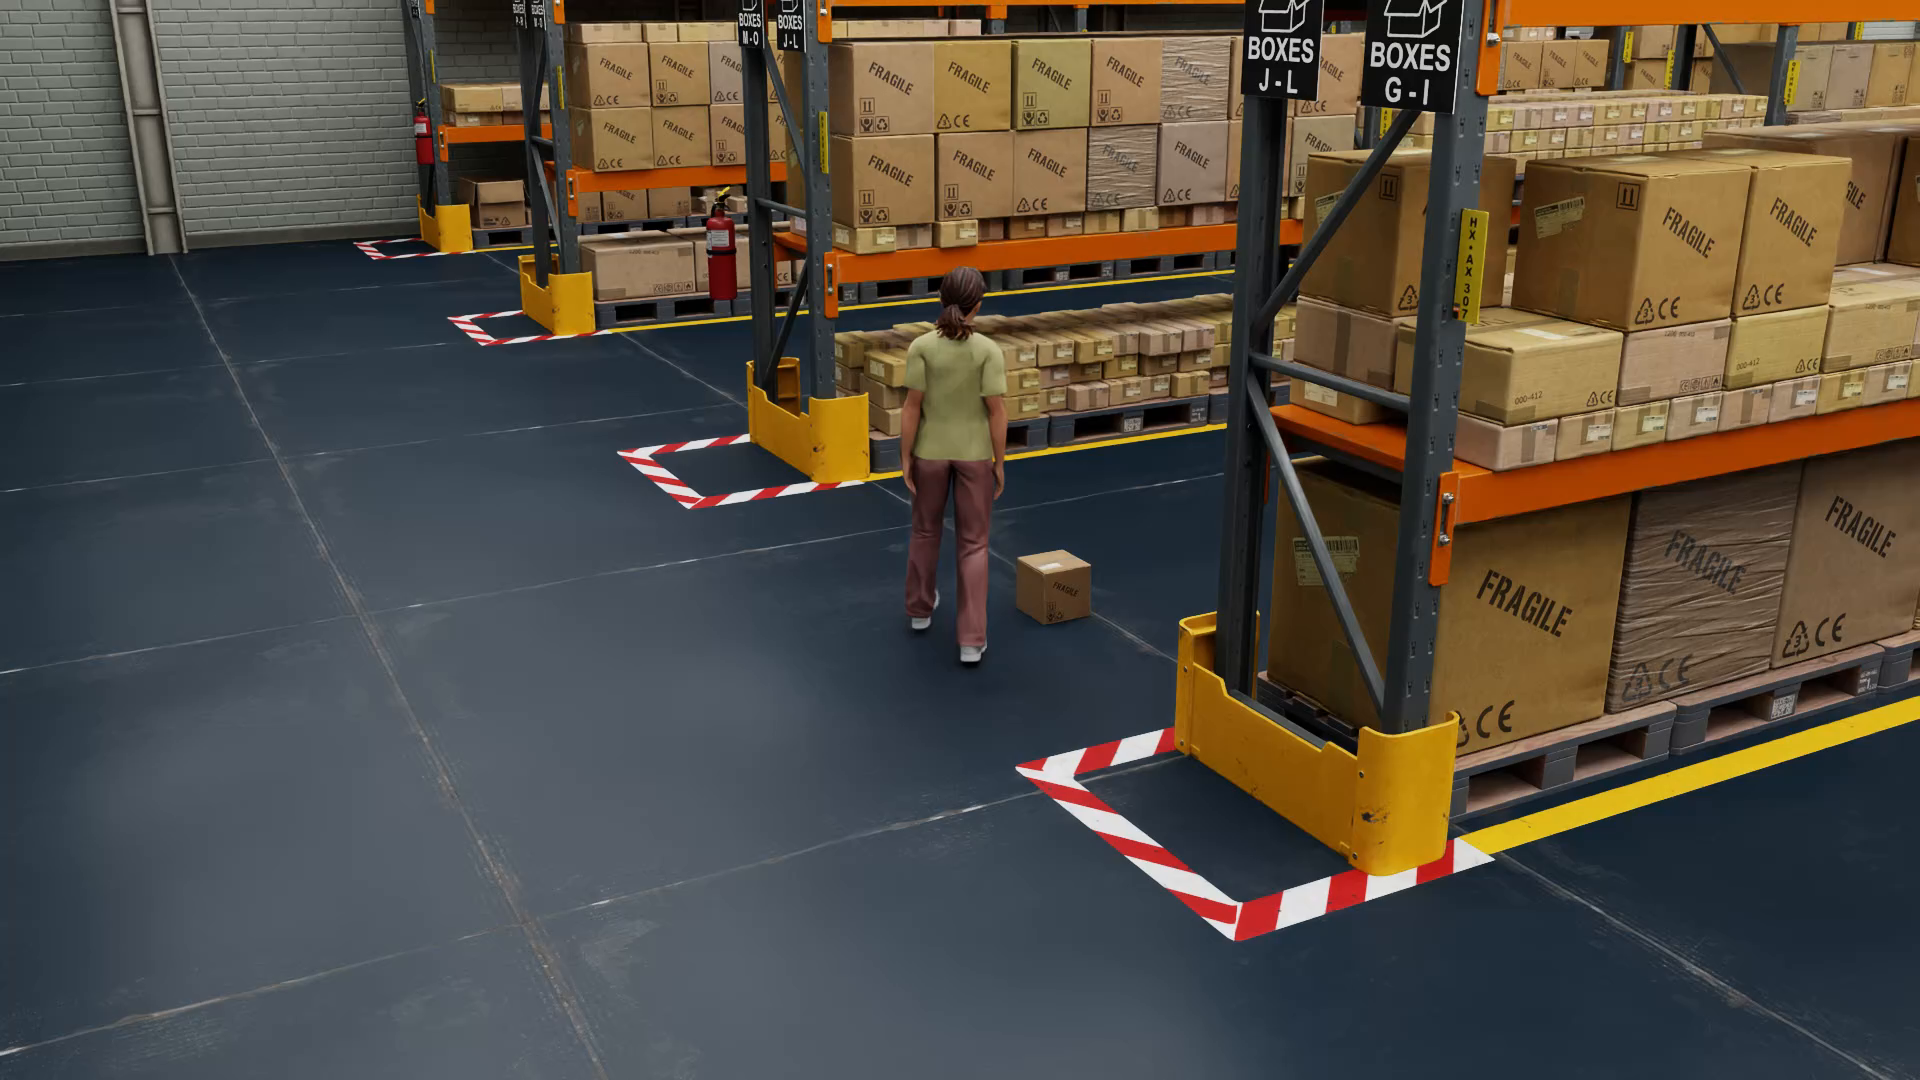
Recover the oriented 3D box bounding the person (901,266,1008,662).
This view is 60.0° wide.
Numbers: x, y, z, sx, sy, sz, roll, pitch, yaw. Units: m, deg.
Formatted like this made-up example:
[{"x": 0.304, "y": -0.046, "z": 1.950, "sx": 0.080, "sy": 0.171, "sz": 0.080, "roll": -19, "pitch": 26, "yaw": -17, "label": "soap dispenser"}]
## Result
[{"x": -0.022, "y": -0.357, "z": 7.111, "sx": 0.475, "sy": 1.664, "sz": 0.679, "roll": 2, "pitch": 19, "yaw": 6, "label": "person"}]
